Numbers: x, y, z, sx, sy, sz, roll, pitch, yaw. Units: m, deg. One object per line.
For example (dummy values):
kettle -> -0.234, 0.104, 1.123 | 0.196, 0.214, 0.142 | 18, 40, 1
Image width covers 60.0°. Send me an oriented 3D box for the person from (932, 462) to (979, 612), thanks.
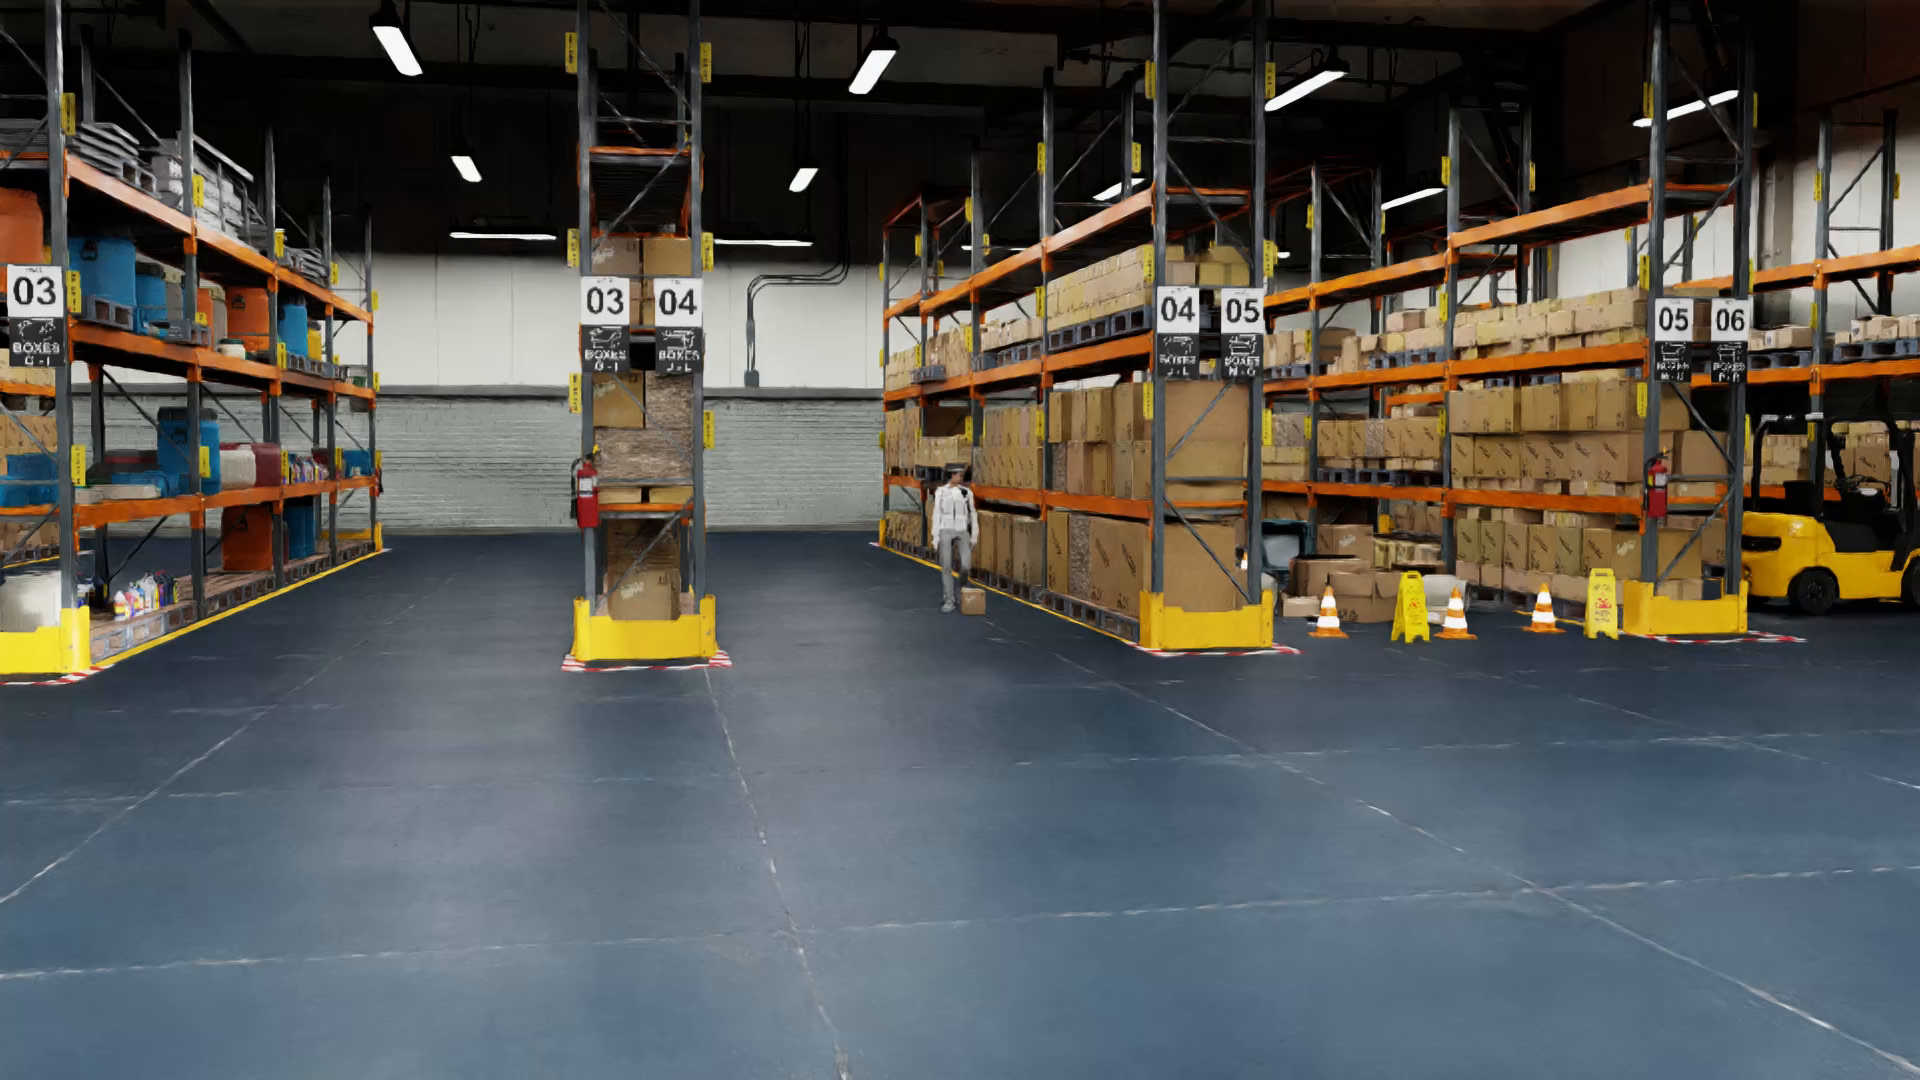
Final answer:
person -> -0.052, -0.045, 18.375 | 0.515, 1.634, 0.654 | 0, 3, 1
